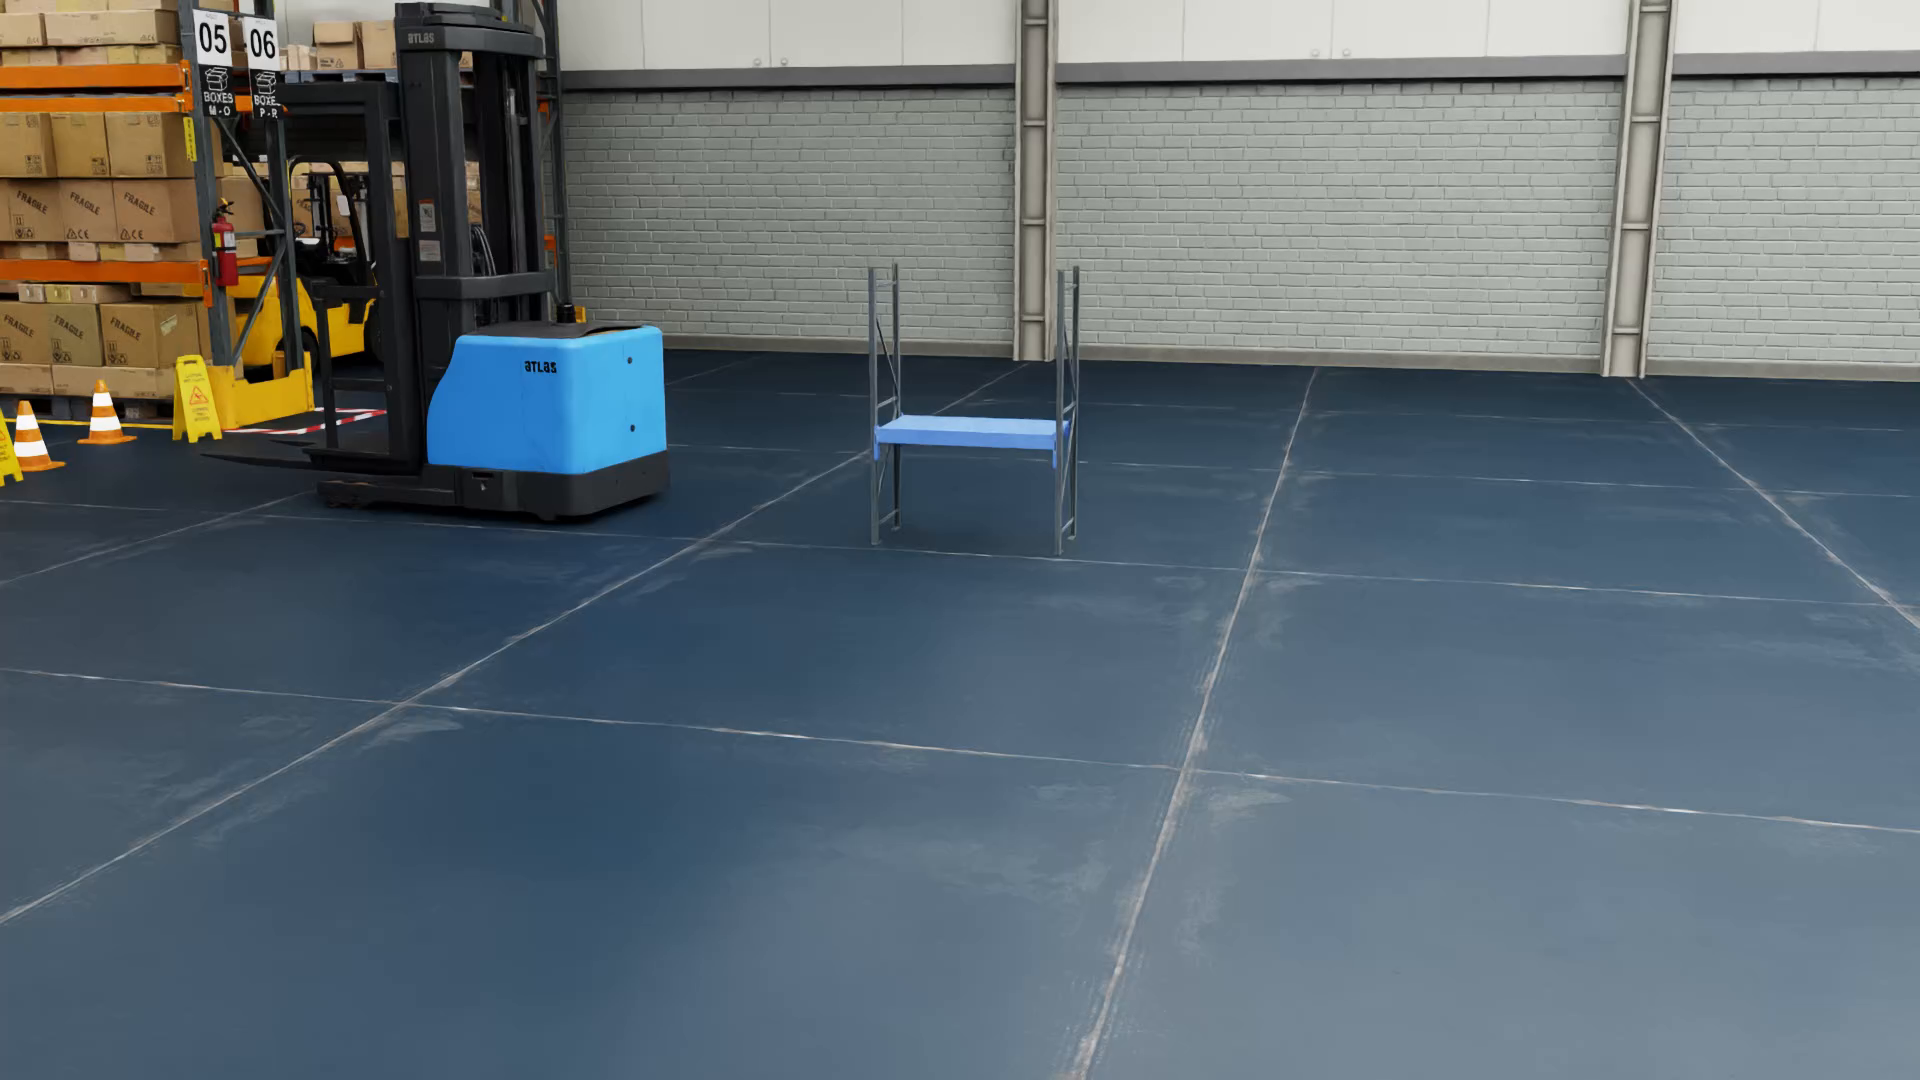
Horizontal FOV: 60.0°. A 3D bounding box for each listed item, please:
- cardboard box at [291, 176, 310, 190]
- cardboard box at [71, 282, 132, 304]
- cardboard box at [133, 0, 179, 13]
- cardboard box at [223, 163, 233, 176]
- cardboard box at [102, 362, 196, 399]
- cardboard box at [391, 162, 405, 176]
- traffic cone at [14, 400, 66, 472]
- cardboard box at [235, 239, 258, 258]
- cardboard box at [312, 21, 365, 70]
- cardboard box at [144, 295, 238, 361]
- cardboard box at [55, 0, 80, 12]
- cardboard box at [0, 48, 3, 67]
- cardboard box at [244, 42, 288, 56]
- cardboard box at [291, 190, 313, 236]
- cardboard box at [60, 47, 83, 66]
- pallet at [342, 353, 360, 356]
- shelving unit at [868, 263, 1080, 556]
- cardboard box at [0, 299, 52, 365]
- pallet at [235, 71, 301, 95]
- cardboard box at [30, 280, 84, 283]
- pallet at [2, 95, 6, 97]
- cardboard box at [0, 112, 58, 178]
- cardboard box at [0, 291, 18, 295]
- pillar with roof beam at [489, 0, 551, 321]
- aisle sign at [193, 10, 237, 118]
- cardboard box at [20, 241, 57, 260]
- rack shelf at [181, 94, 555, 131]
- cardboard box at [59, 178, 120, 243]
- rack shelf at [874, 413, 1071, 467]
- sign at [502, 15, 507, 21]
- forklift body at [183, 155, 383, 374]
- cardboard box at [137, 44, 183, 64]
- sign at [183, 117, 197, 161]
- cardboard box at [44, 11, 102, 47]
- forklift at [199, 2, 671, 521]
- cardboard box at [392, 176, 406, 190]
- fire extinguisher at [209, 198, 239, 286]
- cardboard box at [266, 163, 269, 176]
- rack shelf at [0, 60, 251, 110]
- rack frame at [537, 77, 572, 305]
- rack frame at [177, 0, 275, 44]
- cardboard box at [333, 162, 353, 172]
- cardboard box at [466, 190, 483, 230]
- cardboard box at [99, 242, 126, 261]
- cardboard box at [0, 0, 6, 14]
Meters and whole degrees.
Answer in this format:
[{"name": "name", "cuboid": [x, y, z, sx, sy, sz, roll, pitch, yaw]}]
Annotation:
[{"name": "cardboard box", "cuboid": [-7.211, -3.948, 18.375, 0.250, 0.149, 0.380, 3, 13, 13]}, {"name": "cardboard box", "cuboid": [-6.959, -2.003, 13.487, 0.250, 0.149, 0.380, 3, 13, 15]}, {"name": "cardboard box", "cuboid": [-6.146, -4.153, 12.839, 0.250, 0.149, 0.380, 3, 13, 14]}, {"name": "cardboard box", "cuboid": [-8.206, -4.149, 18.596, 0.250, 0.149, 0.380, 3, 13, 15]}, {"name": "cardboard box", "cuboid": [-6.619, -1.315, 13.616, 0.500, 0.250, 0.500, 3, 13, 13]}, {"name": "cardboard box", "cuboid": [-5.970, -4.028, 18.048, 0.250, 0.149, 0.380, 3, 13, 15]}, {"name": "traffic cone", "cuboid": [-6.409, -0.728, 11.445, 0.334, 0.463, 0.336, 3, 13, 14]}, {"name": "cardboard box", "cuboid": [-6.027, -2.405, 13.726, 0.250, 0.149, 0.380, 3, 13, 14]}, {"name": "cardboard box", "cuboid": [-6.578, -5.363, 18.117, 0.637, 0.503, 0.797, 3, 13, 15]}, {"name": "cardboard box", "cuboid": [-6.487, -1.796, 14.050, 0.500, 0.500, 0.500, 3, 13, 12]}, {"name": "cardboard box", "cuboid": [-6.873, -4.207, 13.086, 0.250, 0.149, 0.380, 3, 13, 14]}, {"name": "cardboard box", "cuboid": [-7.662, -3.838, 13.261, 0.250, 0.149, 0.380, 3, 13, 13]}, {"name": "cardboard box", "cuboid": [-7.695, -5.298, 18.268, 0.500, 0.311, 0.500, 3, 13, 15]}, {"name": "cardboard box", "cuboid": [-7.075, -3.639, 18.479, 0.500, 0.500, 0.500, 3, 13, 13]}, {"name": "cardboard box", "cuboid": [-6.889, -3.822, 13.188, 0.250, 0.149, 0.380, 3, 13, 14]}, {"name": "pallet", "cuboid": [-6.494, -2.243, 18.858, 1.213, 0.211, 1.003, 3, 13, 14]}, {"name": "shelving unit", "cuboid": [0.083, -0.728, 9.051, 1.048, 1.500, 0.538, 3, 13, 14]}, {"name": "cardboard box", "cuboid": [-7.583, -1.736, 13.778, 0.500, 0.500, 0.500, 3, 13, 12]}, {"name": "pallet", "cuboid": [-7.610, -5.100, 18.574, 1.213, 0.211, 1.003, 3, 13, 14]}, {"name": "cardboard box", "cuboid": [-10.436, -2.869, 19.751, 0.625, 0.625, 0.875, 3, 13, 11]}, {"name": "pallet", "cuboid": [-11.648, -5.281, 19.622, 1.003, 0.211, 1.213, 4, 13, 16]}, {"name": "cardboard box", "cuboid": [-7.304, -3.161, 13.332, 0.500, 0.500, 0.700, 3, 13, 13]}, {"name": "cardboard box", "cuboid": [-8.497, -1.902, 14.529, 0.500, 0.500, 0.500, 3, 13, 15]}, {"name": "pillar with roof beam", "cuboid": [-6.053, -5.759, 14.416, 0.400, 9.000, 9.100, 3, 13, 14]}, {"name": "aisle sign", "cuboid": [-5.756, -3.671, 12.853, 0.004, 0.787, 0.394, 3, 13, 14]}, {"name": "cardboard box", "cuboid": [-7.420, -2.369, 13.568, 0.250, 0.149, 0.380, 3, 13, 13]}, {"name": "rack shelf", "cuboid": [-6.503, -4.727, 18.350, 4.000, 0.370, 1.077, 3, 13, 14]}, {"name": "cardboard box", "cuboid": [-6.825, -2.657, 13.368, 0.500, 0.500, 0.500, 3, 13, 14]}, {"name": "rack shelf", "cuboid": [0.083, -0.552, 9.090, 1.000, 0.185, 0.538, 3, 13, 14]}, {"name": "sign", "cuboid": [-4.705, -5.255, 17.206, 0.005, 0.325, 0.100, 3, 13, 14]}, {"name": "forklift body", "cuboid": [-6.839, -2.810, 16.935, 1.214, 2.155, 2.313, 3, 13, 14]}, {"name": "cardboard box", "cuboid": [-6.160, -3.767, 12.944, 0.250, 0.149, 0.380, 3, 13, 14]}, {"name": "sign", "cuboid": [-5.899, -3.070, 12.743, 0.005, 0.325, 0.100, 3, 13, 14]}, {"name": "cardboard box", "cuboid": [-6.793, -4.002, 13.079, 0.500, 0.250, 0.500, 3, 13, 13]}, {"name": "forklift", "cuboid": [-3.380, -1.718, 10.211, 3.031, 2.935, 1.130, 5, 13, 21]}, {"name": "cardboard box", "cuboid": [-5.966, -3.887, 18.100, 0.250, 0.149, 0.380, 3, 13, 12]}, {"name": "fire extinguisher", "cuboid": [-5.746, -2.325, 12.968, 0.183, 0.674, 0.296, 3, 13, 14]}, {"name": "cardboard box", "cuboid": [-7.455, -4.109, 18.411, 0.250, 0.149, 0.380, 3, 13, 15]}, {"name": "rack shelf", "cuboid": [-7.688, -3.683, 13.644, 4.000, 0.370, 1.077, 3, 13, 14]}, {"name": "rack frame", "cuboid": [-4.561, -3.510, 18.129, 0.127, 3.000, 1.000, 3, 13, 14]}, {"name": "rack frame", "cuboid": [-5.747, -5.395, 12.774, 0.127, 3.000, 1.000, 3, 13, 14]}, {"name": "cardboard box", "cuboid": [-6.690, -4.090, 18.328, 0.250, 0.149, 0.380, 3, 13, 14]}, {"name": "cardboard box", "cuboid": [-5.102, -3.529, 17.984, 0.500, 0.500, 0.500, 3, 13, 12]}, {"name": "cardboard box", "cuboid": [-6.677, -2.325, 13.370, 0.250, 0.149, 0.380, 3, 13, 13]}, {"name": "cardboard box", "cuboid": [-7.643, -4.225, 13.166, 0.250, 0.149, 0.380, 3, 13, 15]}]
